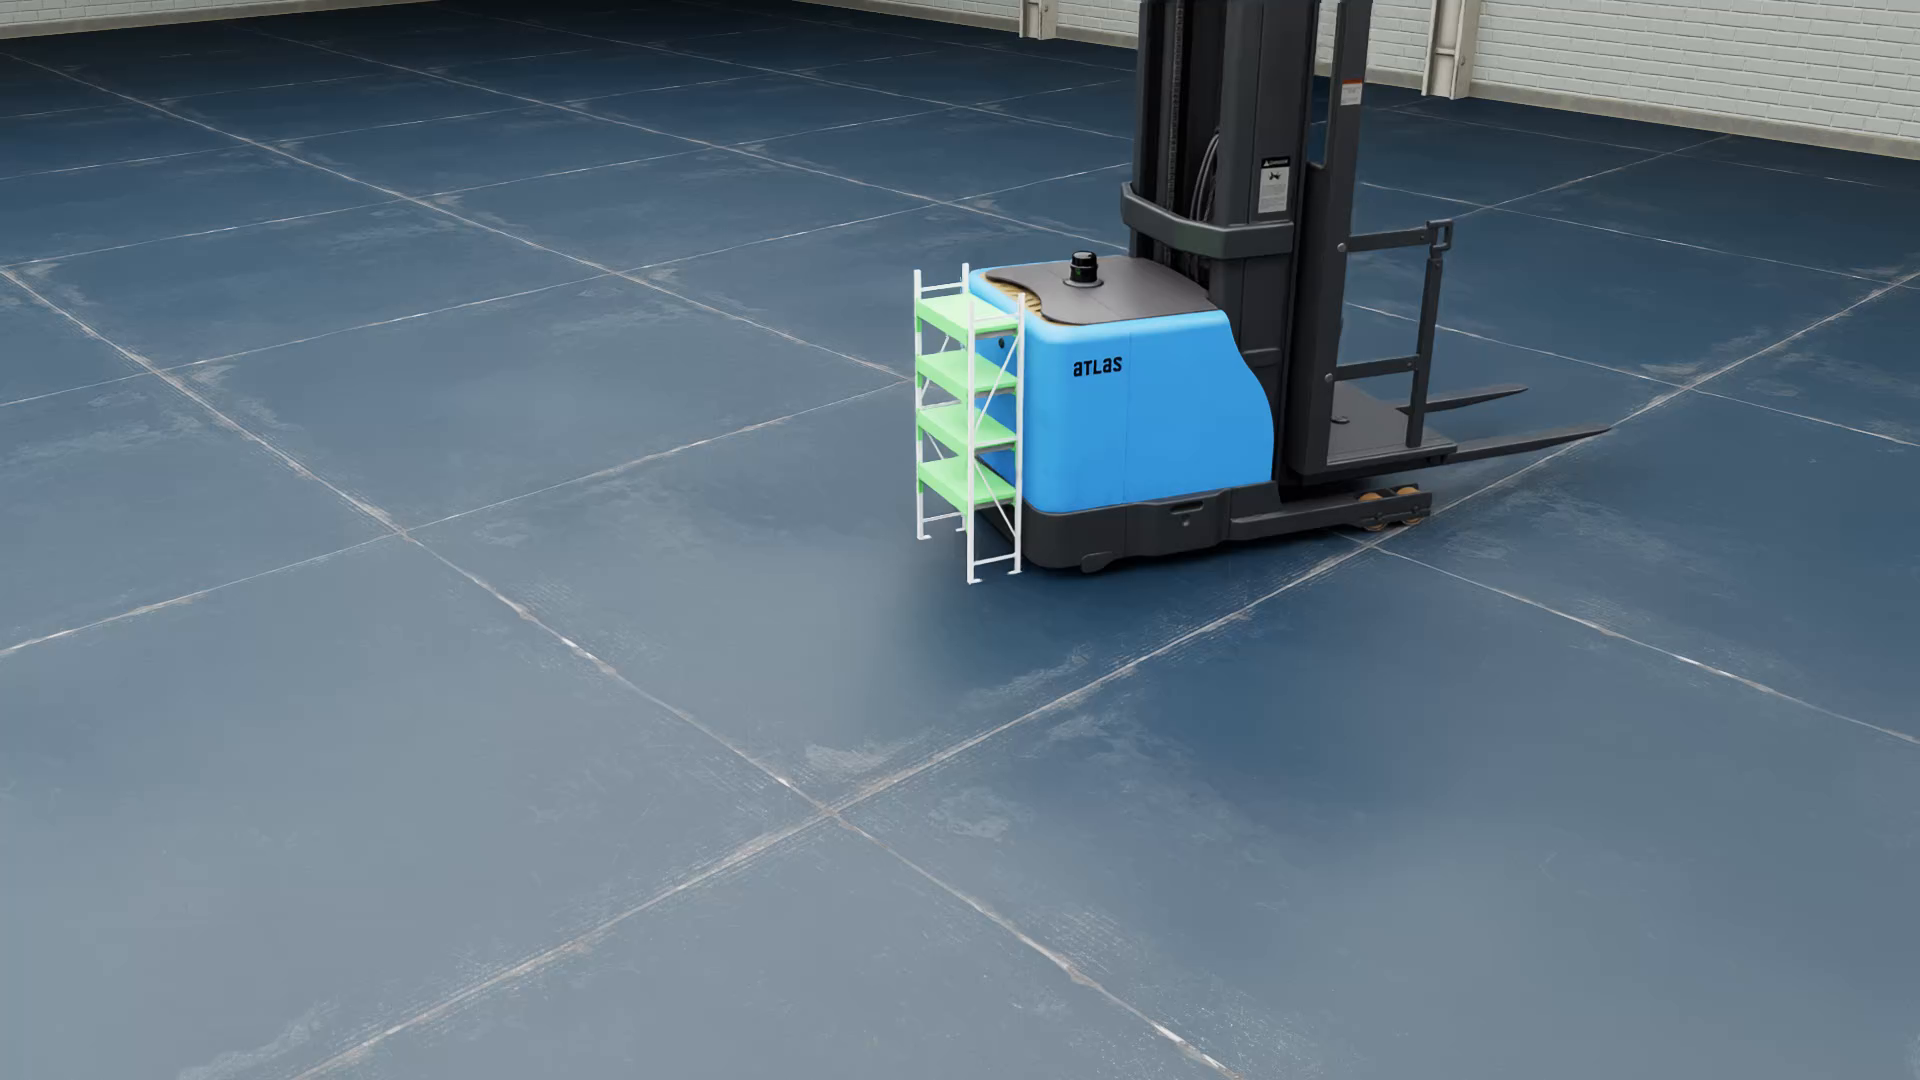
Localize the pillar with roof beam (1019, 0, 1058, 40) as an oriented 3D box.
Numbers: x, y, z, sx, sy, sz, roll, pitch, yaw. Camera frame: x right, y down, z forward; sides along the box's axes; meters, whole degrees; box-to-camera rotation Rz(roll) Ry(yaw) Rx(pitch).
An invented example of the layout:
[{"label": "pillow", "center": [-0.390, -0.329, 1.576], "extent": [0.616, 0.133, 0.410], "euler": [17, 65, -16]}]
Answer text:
[{"label": "pillar with roof beam", "center": [-2.132, -9.373, 16.954], "extent": [9.100, 9.000, 0.400], "euler": [-21, 32, -38]}]

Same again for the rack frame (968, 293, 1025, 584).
[{"label": "rack frame", "center": [0.142, -0.390, 6.658], "extent": [0.240, 1.200, 0.015], "euler": [-12, 27, -24]}]

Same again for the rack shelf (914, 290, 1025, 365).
[{"label": "rack shelf", "center": [0.034, -0.859, 6.685], "extent": [0.258, 0.148, 0.480], "euler": [-12, 27, -24]}]

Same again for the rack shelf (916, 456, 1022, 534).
[{"label": "rack shelf", "center": [0.034, -0.204, 6.984], "extent": [0.258, 0.148, 0.480], "euler": [-12, 27, -24]}]

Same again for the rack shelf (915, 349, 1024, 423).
[{"label": "rack shelf", "center": [0.034, -0.641, 6.784], "extent": [0.258, 0.148, 0.480], "euler": [-12, 27, -24]}]

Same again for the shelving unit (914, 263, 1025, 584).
[{"label": "shelving unit", "center": [0.034, -0.480, 6.857], "extent": [0.258, 1.200, 0.503], "euler": [-12, 27, -24]}]

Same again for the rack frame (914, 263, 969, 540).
[{"label": "rack frame", "center": [-0.075, -0.571, 7.056], "extent": [0.240, 1.200, 0.015], "euler": [-12, 27, -24]}]

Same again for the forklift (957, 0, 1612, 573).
[{"label": "forklift", "center": [1.558, -1.566, 7.151], "extent": [3.031, 2.935, 1.130], "euler": [-9, 26, -19]}]

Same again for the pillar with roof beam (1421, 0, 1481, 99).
[{"label": "pillar with roof beam", "center": [1.969, -7.555, 12.970], "extent": [9.100, 9.000, 0.400], "euler": [-21, 32, -38]}]

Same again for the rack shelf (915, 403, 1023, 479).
[{"label": "rack shelf", "center": [0.034, -0.422, 6.884], "extent": [0.258, 0.148, 0.480], "euler": [-12, 27, -24]}]
